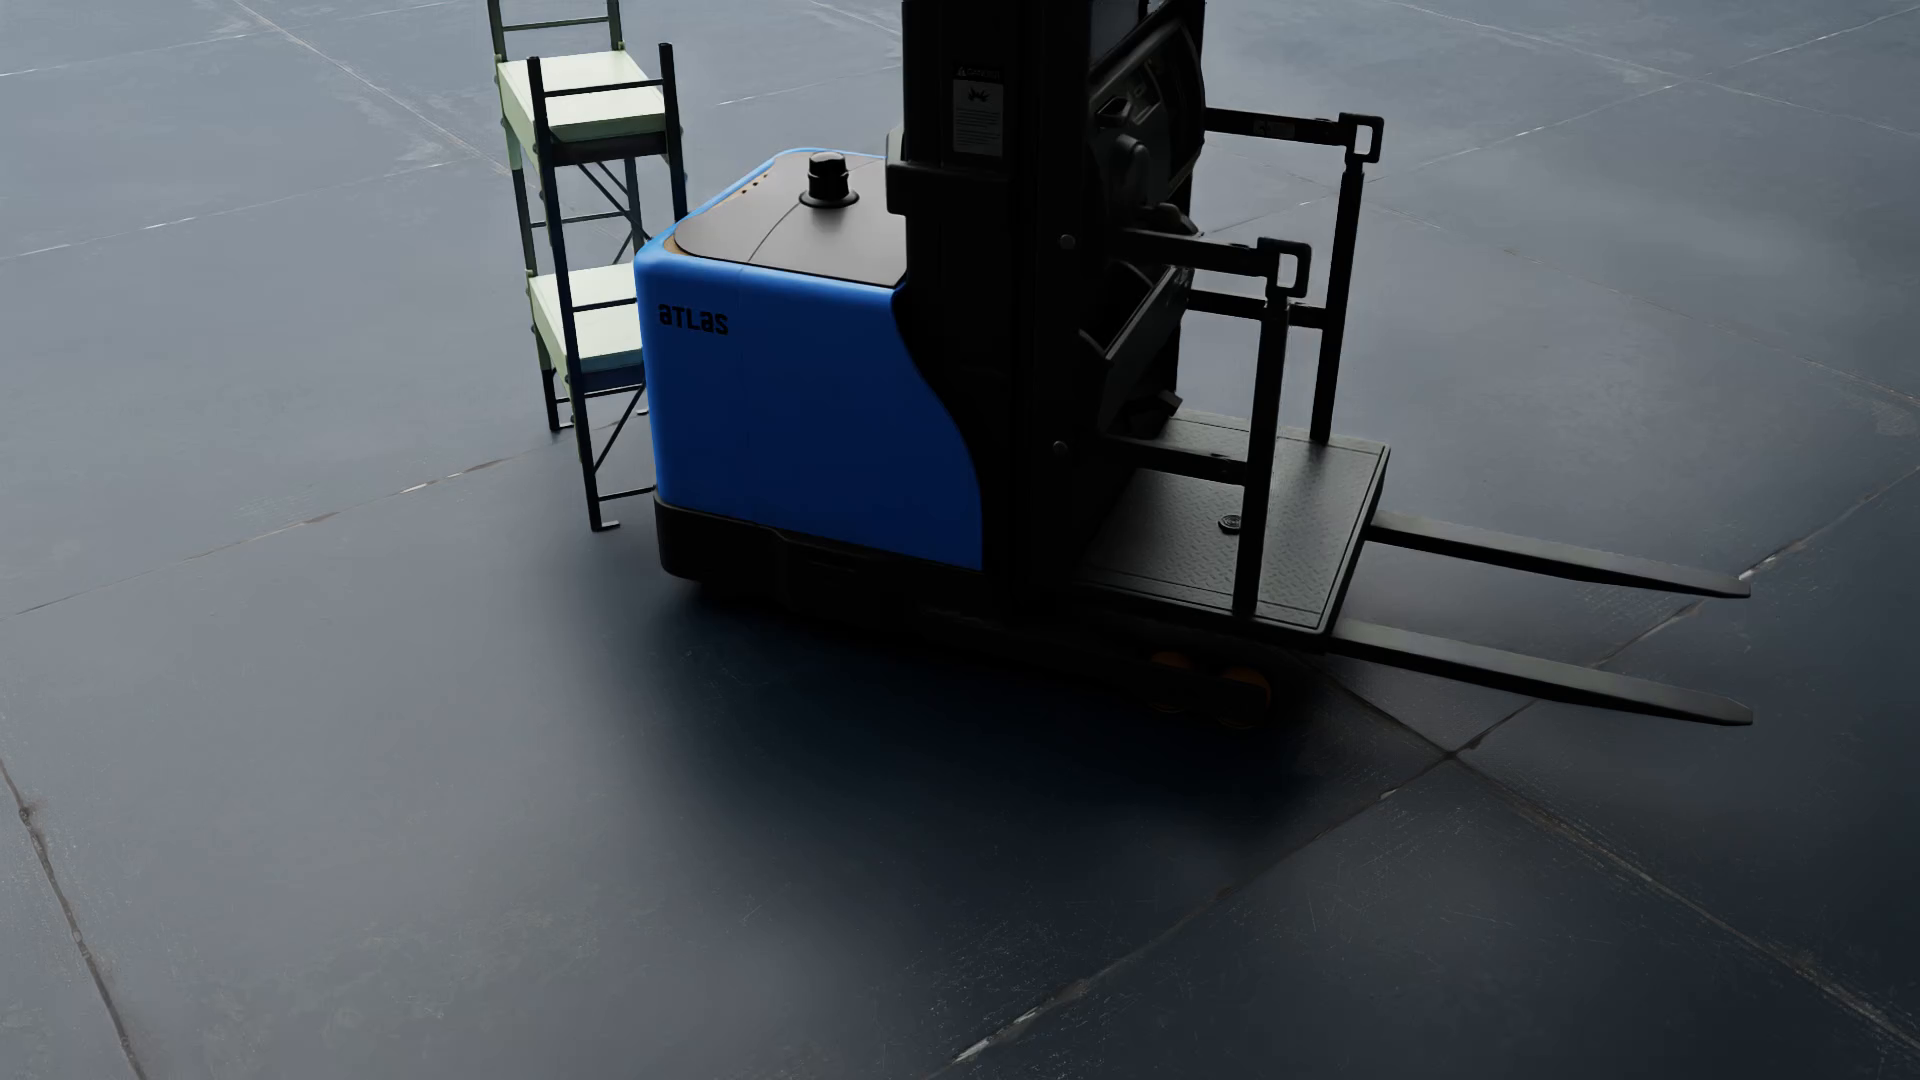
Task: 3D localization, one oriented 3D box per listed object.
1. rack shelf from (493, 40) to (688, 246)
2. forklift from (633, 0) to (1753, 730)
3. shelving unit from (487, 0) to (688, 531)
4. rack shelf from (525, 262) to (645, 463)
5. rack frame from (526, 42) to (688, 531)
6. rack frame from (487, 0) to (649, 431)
[{"bbox_3d":[-1.128,-1.221,5.055,0.431,0.370,0.720,-12,34,-19],"label":"rack shelf"},{"bbox_3d":[0.667,-1.059,4.176,3.031,2.935,1.130,12,34,18],"label":"forklift"},{"bbox_3d":[-1.128,-0.889,5.260,0.431,1.500,0.755,-12,34,-19],"label":"shelving unit"},{"bbox_3d":[-1.128,-0.612,5.432,0.431,0.370,0.720,-12,34,-19],"label":"rack shelf"},{"bbox_3d":[-0.991,-0.710,4.972,0.400,1.500,0.023,-12,34,-19],"label":"rack frame"},{"bbox_3d":[-1.265,-1.069,5.549,0.400,1.500,0.023,-12,34,-19],"label":"rack frame"}]
